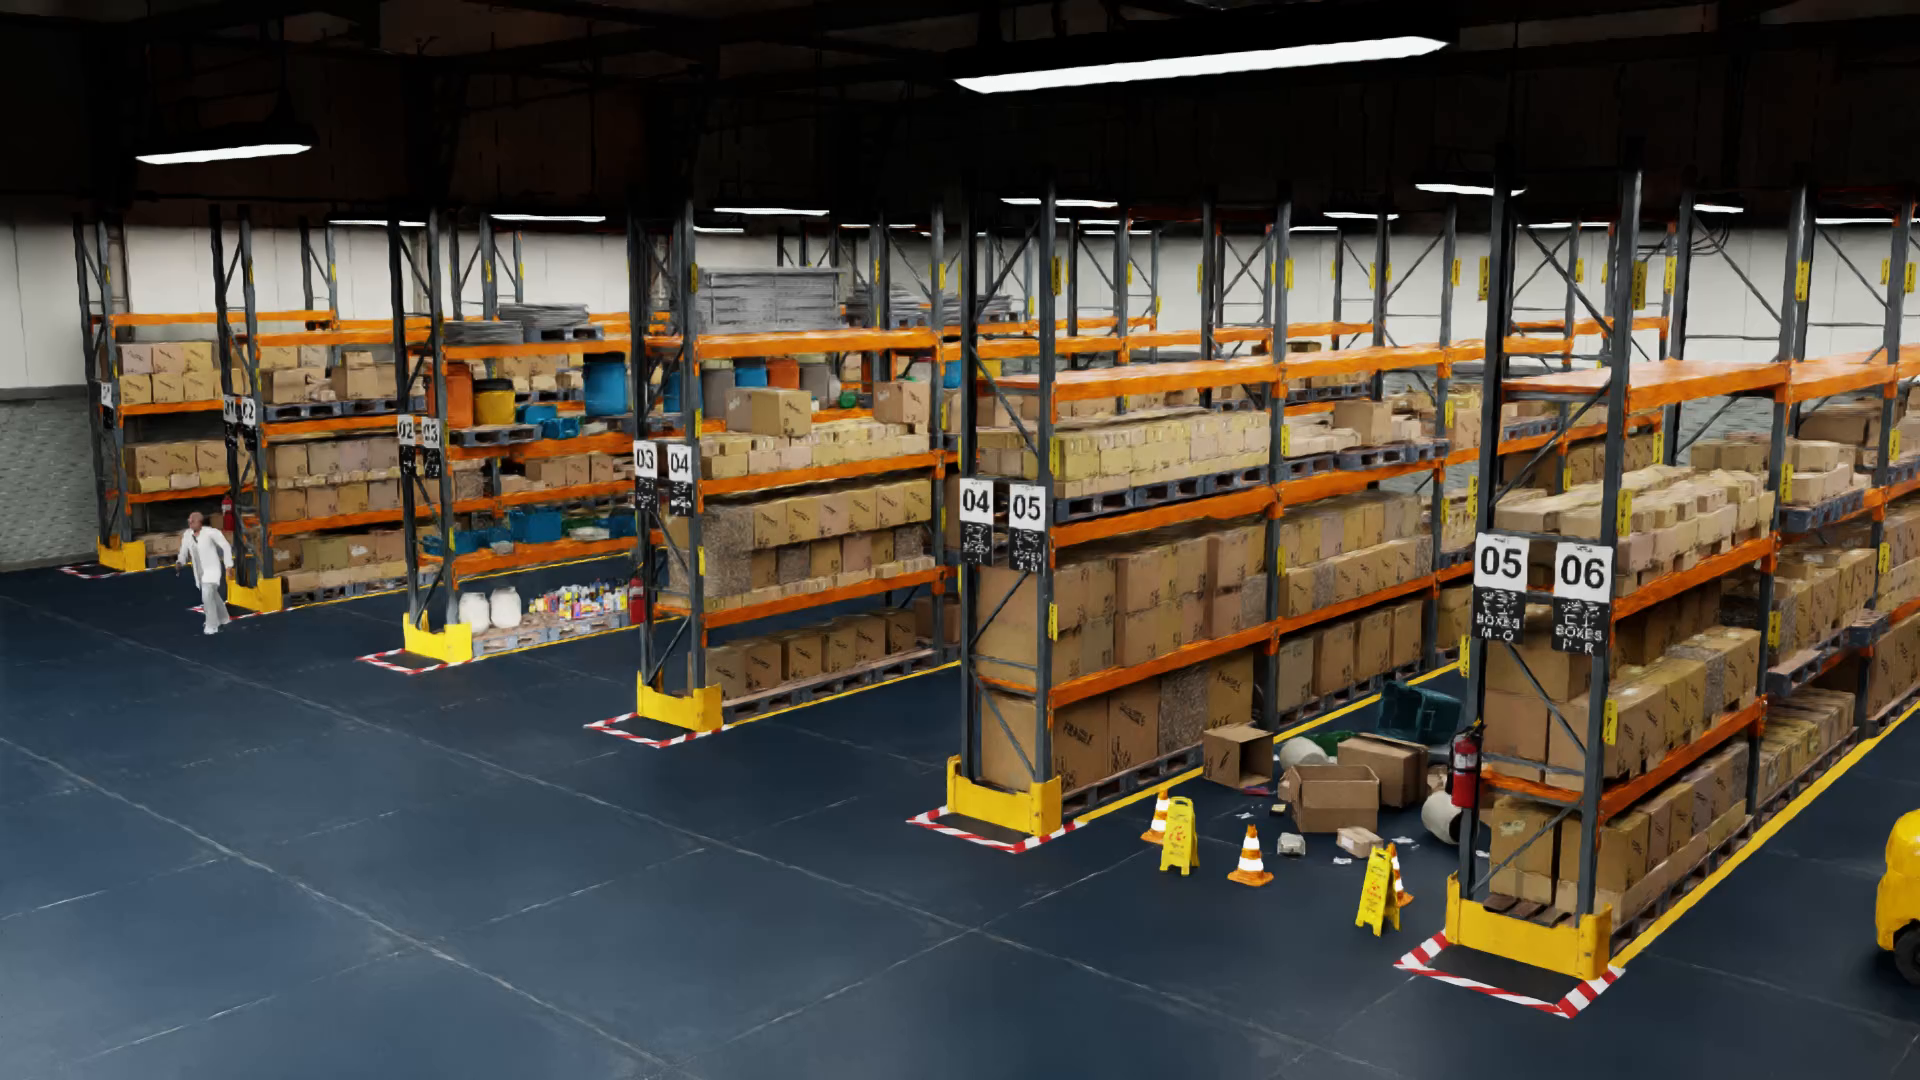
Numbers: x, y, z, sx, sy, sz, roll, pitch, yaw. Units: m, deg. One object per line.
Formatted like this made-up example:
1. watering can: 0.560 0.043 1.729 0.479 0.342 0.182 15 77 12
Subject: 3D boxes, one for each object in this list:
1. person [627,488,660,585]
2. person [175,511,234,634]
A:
1. person: -5.119 -0.054 26.711 0.639 1.632 0.512 8 12 38
2. person: -10.617 0.426 23.474 0.733 1.716 0.873 4 10 22
